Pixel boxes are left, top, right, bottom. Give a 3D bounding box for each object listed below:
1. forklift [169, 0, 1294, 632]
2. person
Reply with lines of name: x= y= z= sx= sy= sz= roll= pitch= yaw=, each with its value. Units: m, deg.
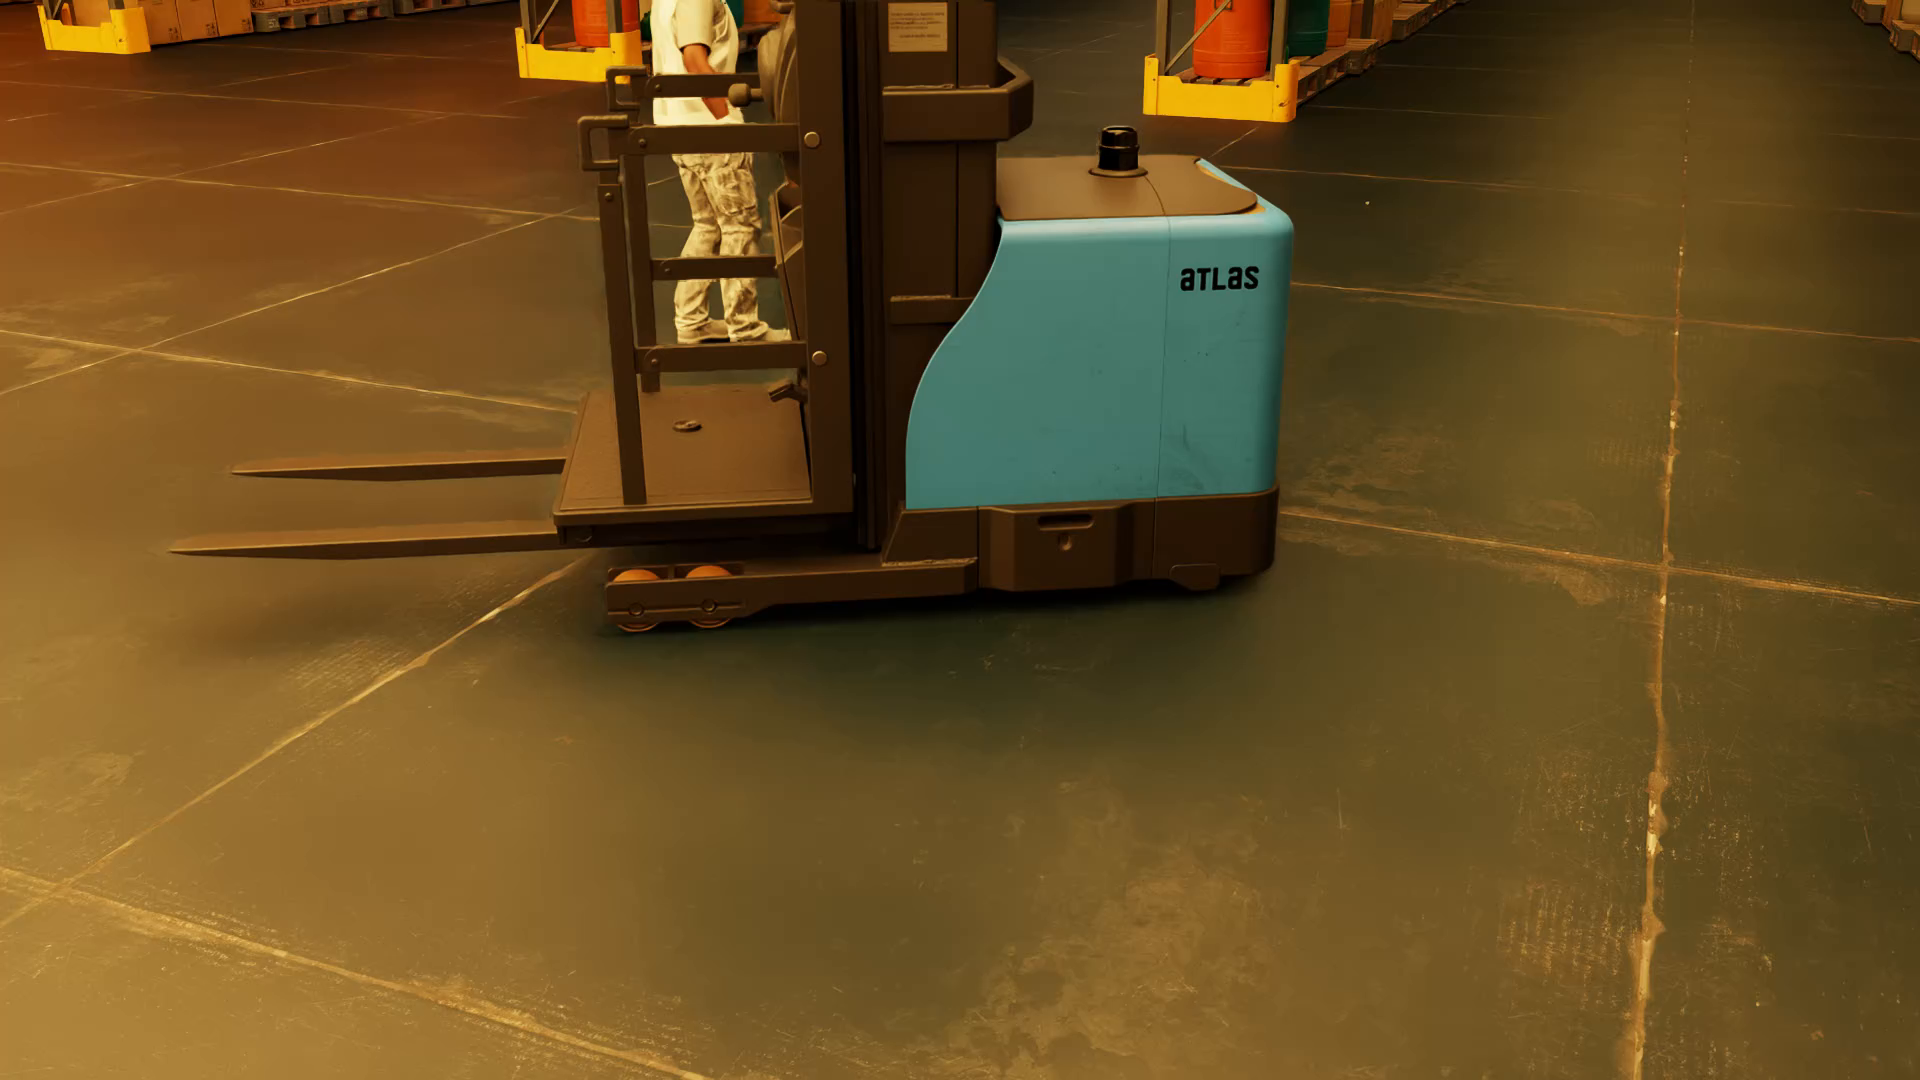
forklift: x=-0.659 y=-1.320 z=4.450 sx=3.031 sy=2.935 sz=1.130 roll=-3 pitch=23 yaw=-7
person: x=-0.975 y=-1.661 z=6.780 sx=0.499 sy=1.767 sz=0.764 roll=-10 pitch=25 yaw=-23
